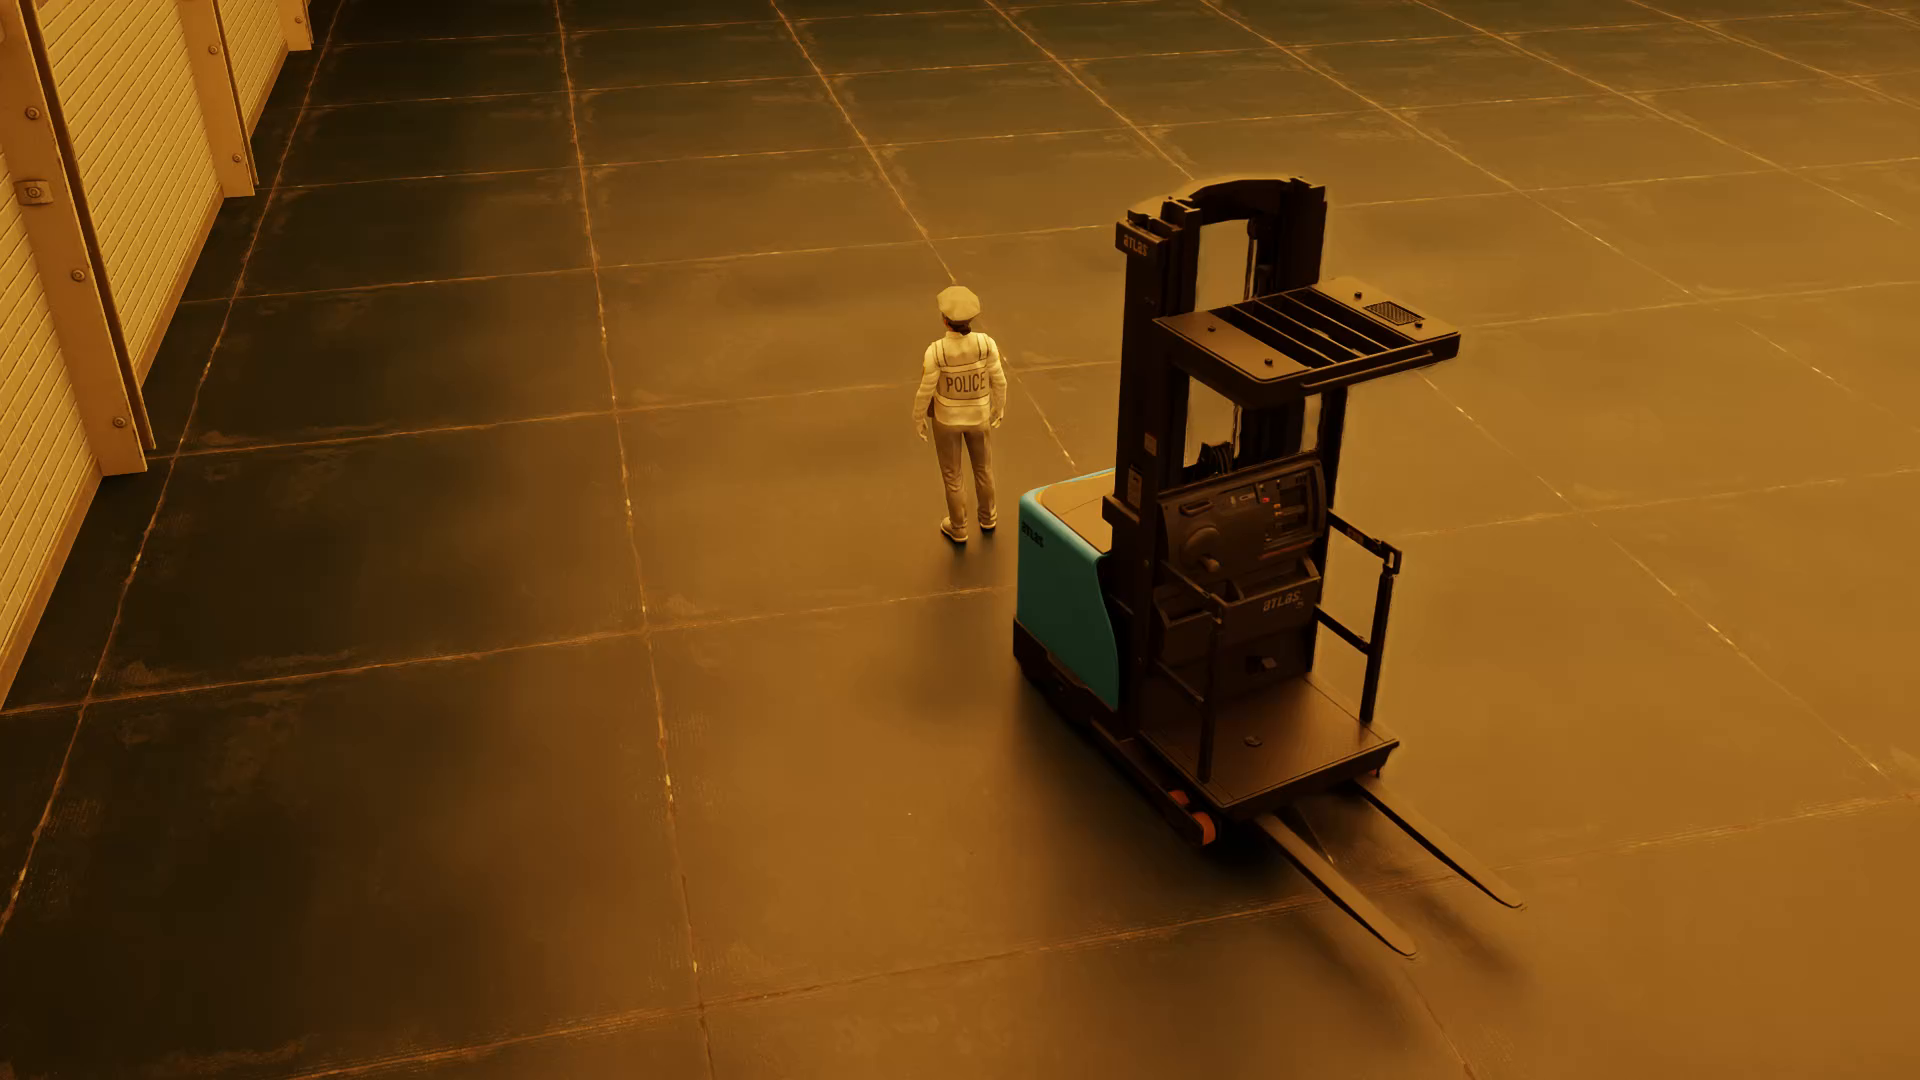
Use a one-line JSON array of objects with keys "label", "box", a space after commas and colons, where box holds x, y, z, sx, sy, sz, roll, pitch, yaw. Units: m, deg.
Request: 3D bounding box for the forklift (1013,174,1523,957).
[{"label": "forklift", "box": [1.449, -0.062, 7.682, 1.130, 2.935, 3.031, -15, 33, -25]}]

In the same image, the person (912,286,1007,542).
[{"label": "person", "box": [-0.009, -0.773, 10.129, 0.588, 1.696, 0.533, -7, 31, -12]}]
